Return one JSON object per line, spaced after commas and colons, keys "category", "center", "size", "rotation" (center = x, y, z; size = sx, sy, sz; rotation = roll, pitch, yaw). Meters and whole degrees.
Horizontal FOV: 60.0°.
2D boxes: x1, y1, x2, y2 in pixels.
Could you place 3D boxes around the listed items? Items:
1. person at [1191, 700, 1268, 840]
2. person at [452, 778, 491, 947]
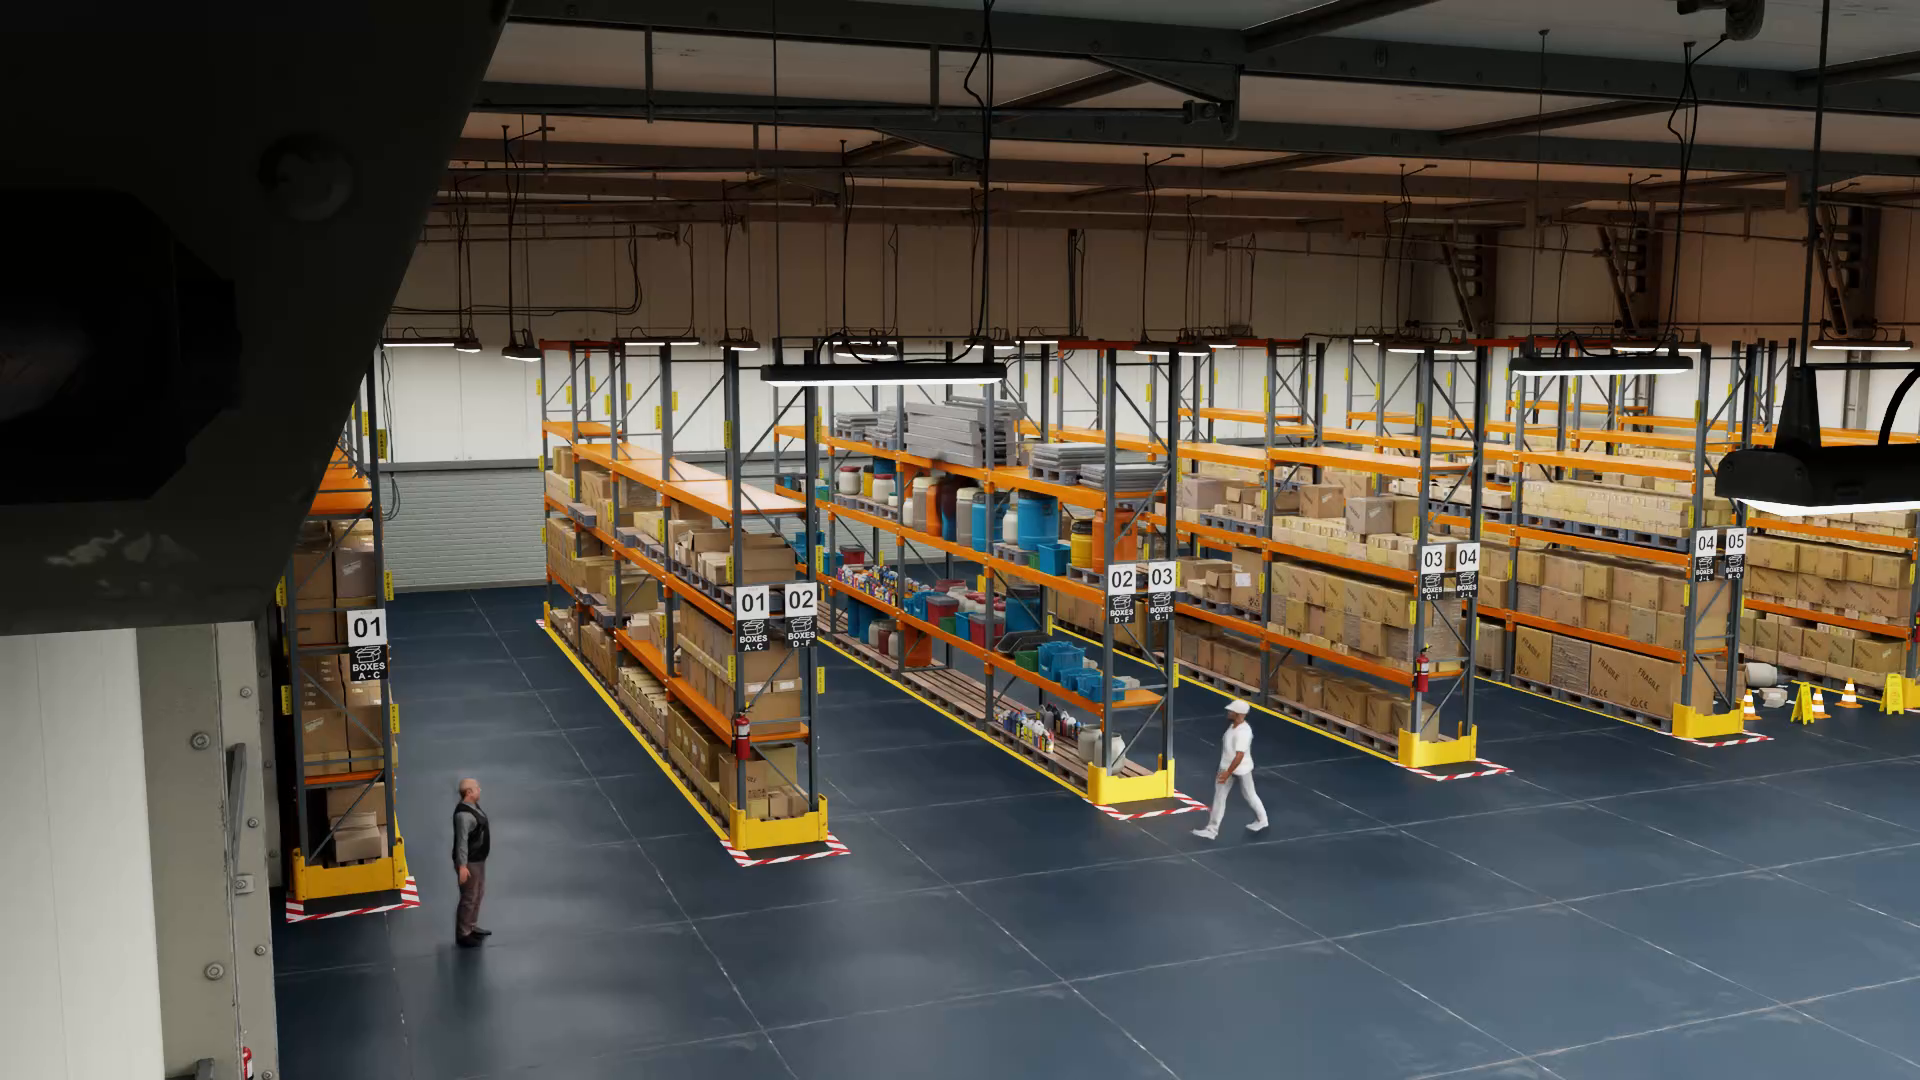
{"category": "person", "center": [3.382, 2.821, 20.475], "size": [1.067, 1.718, 0.503], "rotation": [-7, 10, -43]}
{"category": "person", "center": [-5.007, 3.279, 17.014], "size": [0.371, 1.726, 0.637], "rotation": [-1, 7, -5]}
